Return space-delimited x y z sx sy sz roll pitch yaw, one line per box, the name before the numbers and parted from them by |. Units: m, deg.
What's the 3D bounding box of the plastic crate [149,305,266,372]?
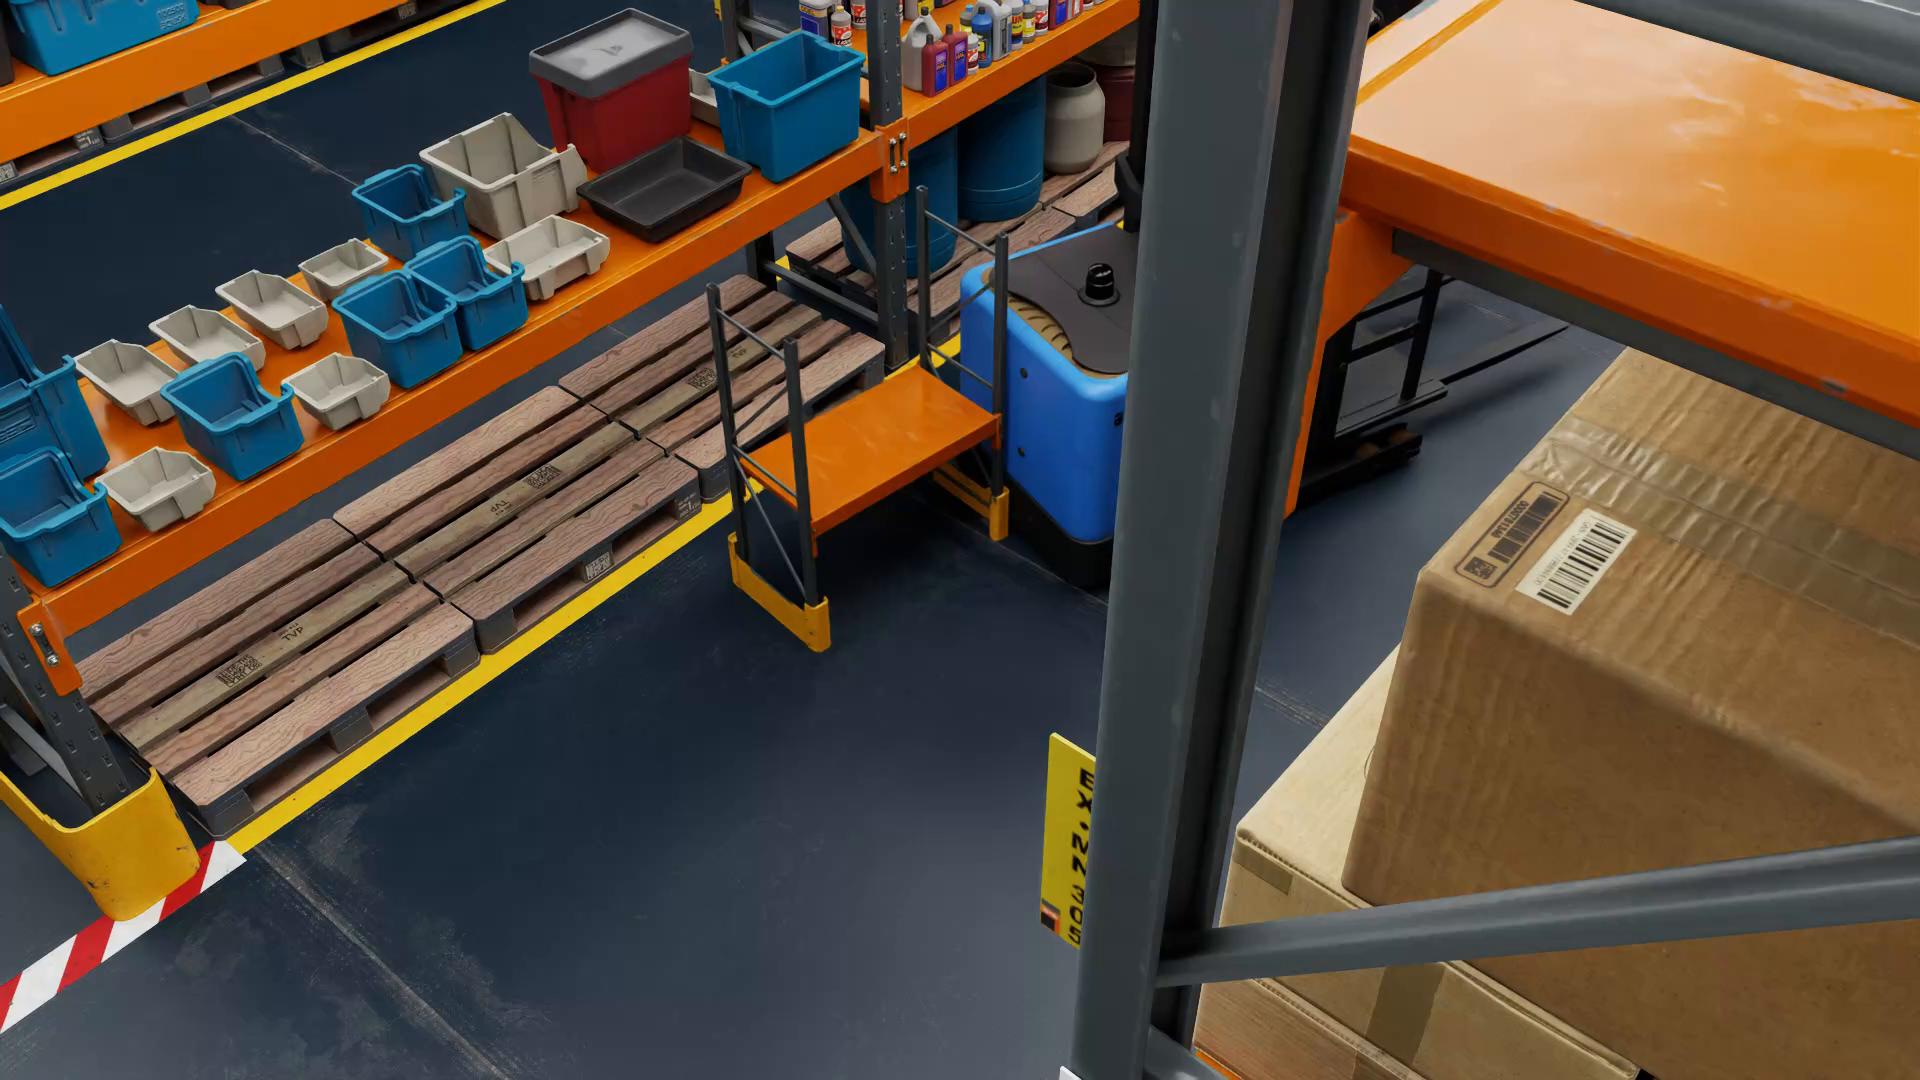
plastic crate | -2.663 -0.688 5.929 0.396 0.136 0.243 29 50 28

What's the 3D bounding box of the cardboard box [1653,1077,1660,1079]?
cardboard box | 1.072 0.633 1.834 0.500 0.250 0.500 29 50 28

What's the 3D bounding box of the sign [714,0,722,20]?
sign | -1.092 -2.523 7.590 0.100 0.325 0.005 29 50 28

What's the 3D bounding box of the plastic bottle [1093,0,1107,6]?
plastic bottle | 0.662 -2.806 8.198 0.152 0.276 0.135 29 50 28

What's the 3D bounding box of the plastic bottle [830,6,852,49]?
plastic bottle | -0.559 -2.407 7.815 0.097 0.201 0.097 0 42 0

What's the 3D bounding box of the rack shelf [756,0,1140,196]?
rack shelf | 0.615 -2.946 8.795 1.077 0.370 4.000 29 50 28

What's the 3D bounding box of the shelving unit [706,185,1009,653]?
shelving unit | -0.376 -0.481 6.664 1.083 1.500 0.587 -32 51 -30

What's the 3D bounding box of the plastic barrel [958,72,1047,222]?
plastic barrel | 0.146 -2.198 8.686 0.600 0.901 0.708 29 50 28

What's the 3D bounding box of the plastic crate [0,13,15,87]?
plastic crate | -2.786 -1.261 4.275 0.497 0.269 0.590 29 50 28

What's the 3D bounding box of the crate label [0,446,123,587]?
crate label | -2.836 -0.067 5.174 0.416 0.233 0.303 29 50 28

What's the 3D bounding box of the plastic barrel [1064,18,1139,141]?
plastic barrel | 0.873 -2.664 9.430 0.600 0.588 0.708 29 50 28

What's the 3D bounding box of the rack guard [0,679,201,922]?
rack guard | -3.252 0.821 5.976 1.175 0.500 0.348 29 50 28

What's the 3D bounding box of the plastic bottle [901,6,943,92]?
plastic bottle | -0.172 -2.225 7.504 0.144 0.351 0.185 29 50 28

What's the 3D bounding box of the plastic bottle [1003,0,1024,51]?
plastic bottle | 0.248 -2.444 7.804 0.097 0.271 0.097 0 42 0

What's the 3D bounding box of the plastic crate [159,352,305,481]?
plastic crate | -2.412 -0.406 5.547 0.416 0.233 0.300 29 50 28

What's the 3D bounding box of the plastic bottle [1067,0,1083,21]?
plastic bottle | 0.513 -2.686 8.067 0.152 0.276 0.135 29 50 28

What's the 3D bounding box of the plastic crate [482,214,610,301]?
plastic crate | -1.563 -1.080 6.359 0.293 0.136 0.466 29 50 28

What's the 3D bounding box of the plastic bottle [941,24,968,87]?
plastic bottle | -0.024 -2.212 7.539 0.061 0.283 0.133 29 50 28

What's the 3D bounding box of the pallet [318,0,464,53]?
pallet | -4.024 -3.725 11.189 1.003 0.211 1.213 29 50 28

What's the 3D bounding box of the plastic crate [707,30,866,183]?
plastic crate | -0.712 -1.810 6.978 0.392 0.384 0.575 29 50 28

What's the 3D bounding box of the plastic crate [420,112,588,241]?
plastic crate | -1.796 -1.454 6.663 0.437 0.282 0.530 29 50 28

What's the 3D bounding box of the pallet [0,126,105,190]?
pallet | -5.798 -2.306 9.629 1.003 0.211 1.213 29 50 28

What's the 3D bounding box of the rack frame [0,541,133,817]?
rack frame | -3.247 -0.122 5.155 1.000 3.000 0.127 29 50 28

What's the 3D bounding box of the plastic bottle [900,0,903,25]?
plastic bottle | -0.324 -2.595 8.022 0.097 0.201 0.097 0 42 0

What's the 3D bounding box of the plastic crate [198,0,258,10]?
plastic crate | -2.053 -1.877 4.901 0.504 0.338 0.767 29 50 28

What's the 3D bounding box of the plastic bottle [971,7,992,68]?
plastic bottle | 0.099 -2.325 7.672 0.097 0.271 0.097 0 42 0

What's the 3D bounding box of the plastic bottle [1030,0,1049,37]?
plastic bottle | 0.373 -2.518 7.938 0.097 0.201 0.097 0 42 0

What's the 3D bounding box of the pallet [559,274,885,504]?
pallet | -1.116 -0.755 7.923 1.003 0.211 1.213 29 50 28

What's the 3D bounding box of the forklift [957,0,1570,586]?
forklift | 1.512 -1.643 6.878 3.031 2.935 1.130 -22 47 -23

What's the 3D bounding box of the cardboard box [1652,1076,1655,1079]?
cardboard box | 1.067 0.815 2.005 0.500 0.250 0.500 29 50 28

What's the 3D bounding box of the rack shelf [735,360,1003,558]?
rack shelf | -0.369 -0.352 6.790 1.000 0.185 0.538 -32 51 -30

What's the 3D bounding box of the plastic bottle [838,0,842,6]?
plastic bottle | -0.612 -2.523 7.943 0.097 0.201 0.097 0 42 0

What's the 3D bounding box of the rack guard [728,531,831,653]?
rack guard | -0.744 0.207 6.836 0.087 0.250 0.587 -32 51 -30

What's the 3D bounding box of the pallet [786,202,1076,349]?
pallet | -0.144 -1.529 8.775 1.003 0.211 1.213 29 50 28

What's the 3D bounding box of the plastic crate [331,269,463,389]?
plastic crate | -1.988 -0.745 5.920 0.416 0.233 0.300 29 50 28

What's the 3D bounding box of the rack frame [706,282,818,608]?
rack frame | -0.745 -0.255 6.415 0.032 1.500 0.500 -32 51 -30

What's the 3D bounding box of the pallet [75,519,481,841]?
pallet | -2.686 0.502 6.541 1.003 0.211 1.213 29 50 28

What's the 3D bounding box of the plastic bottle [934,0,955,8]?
plastic bottle | -0.102 -2.811 8.149 0.144 0.351 0.185 29 50 28

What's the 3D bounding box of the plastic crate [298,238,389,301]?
plastic crate | -2.326 -1.003 6.274 0.298 0.136 0.250 29 50 28

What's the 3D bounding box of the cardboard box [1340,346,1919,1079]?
cardboard box | 0.860 0.236 1.714 0.700 0.500 0.500 29 50 28

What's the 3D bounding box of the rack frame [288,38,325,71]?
rack frame | -4.463 -4.326 9.778 1.000 3.000 0.127 29 50 28
